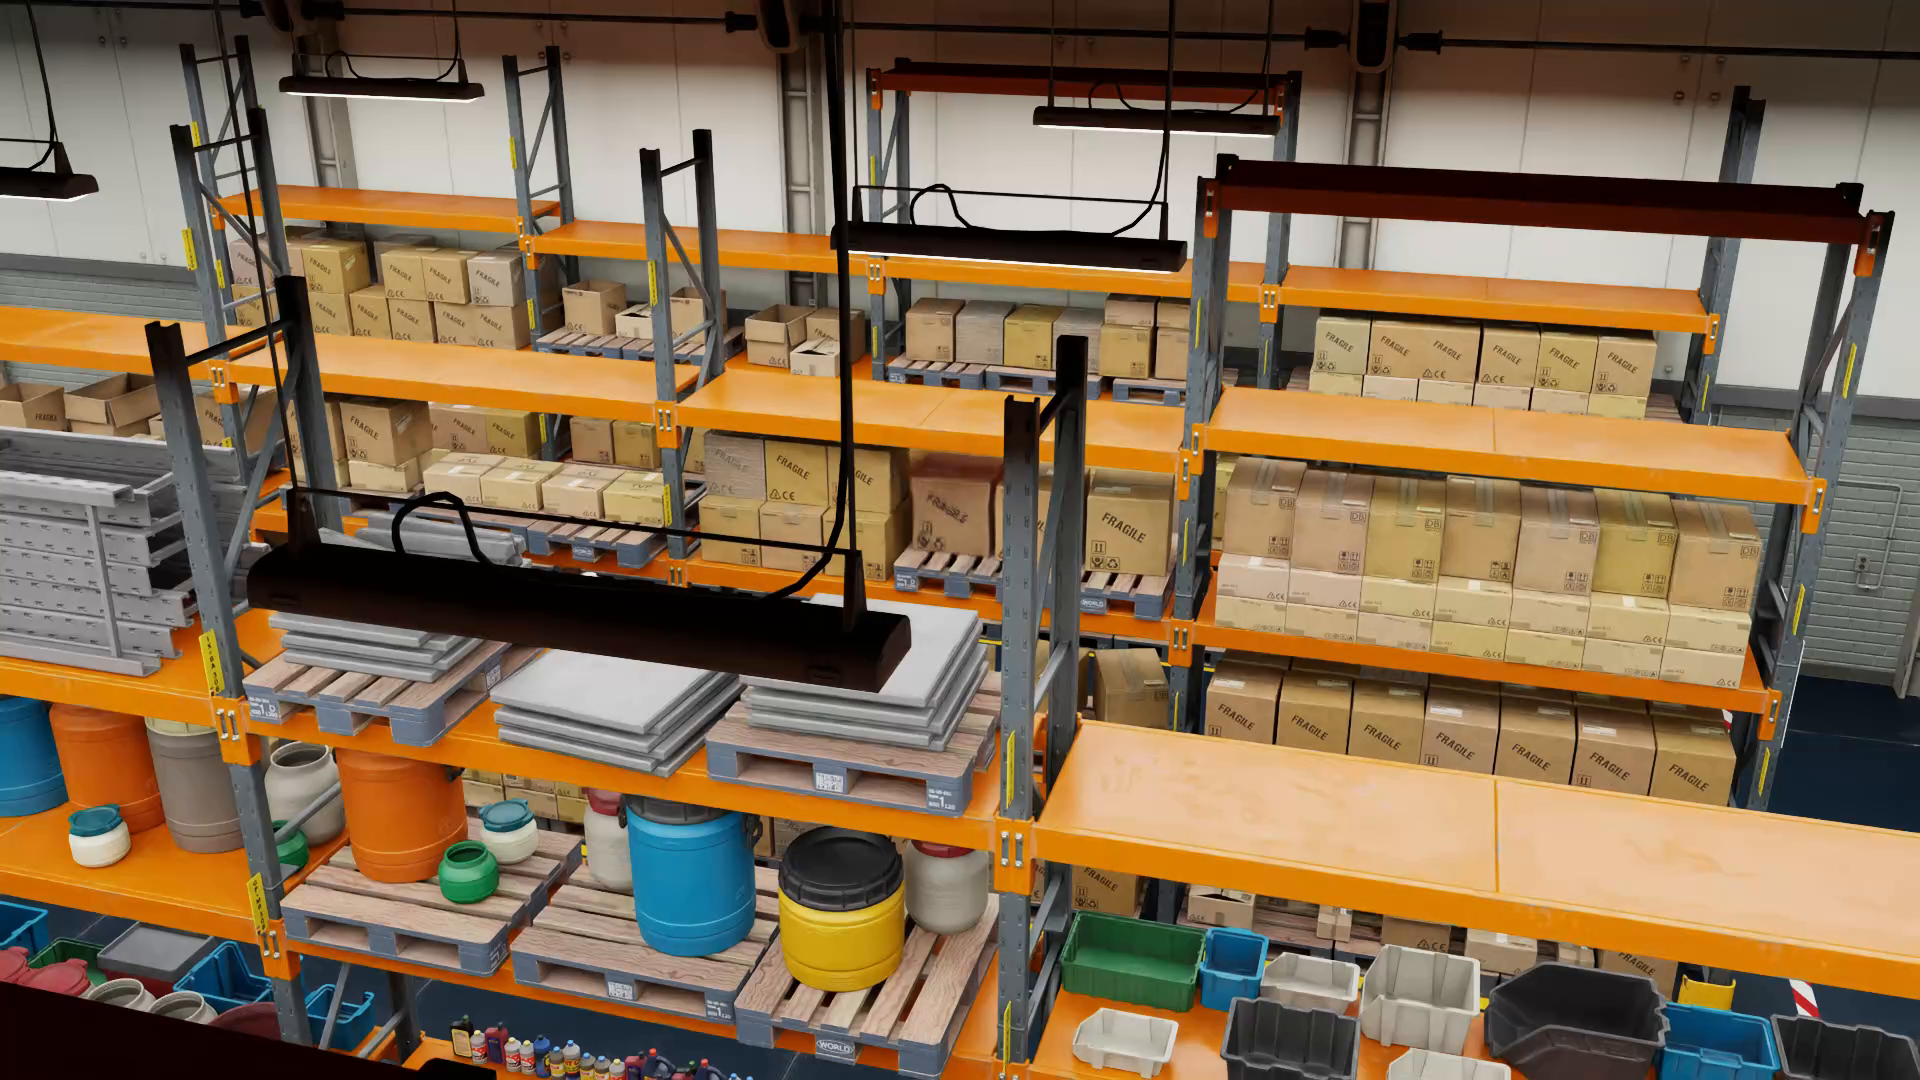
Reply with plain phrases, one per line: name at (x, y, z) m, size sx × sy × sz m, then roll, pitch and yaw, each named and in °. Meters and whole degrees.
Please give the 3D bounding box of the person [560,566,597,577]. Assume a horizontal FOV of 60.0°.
person at (-3.522, 1.005, 16.235) m, size 0.716 × 1.659 × 0.652 m, roll 0°, pitch 23°, yaw -1°
